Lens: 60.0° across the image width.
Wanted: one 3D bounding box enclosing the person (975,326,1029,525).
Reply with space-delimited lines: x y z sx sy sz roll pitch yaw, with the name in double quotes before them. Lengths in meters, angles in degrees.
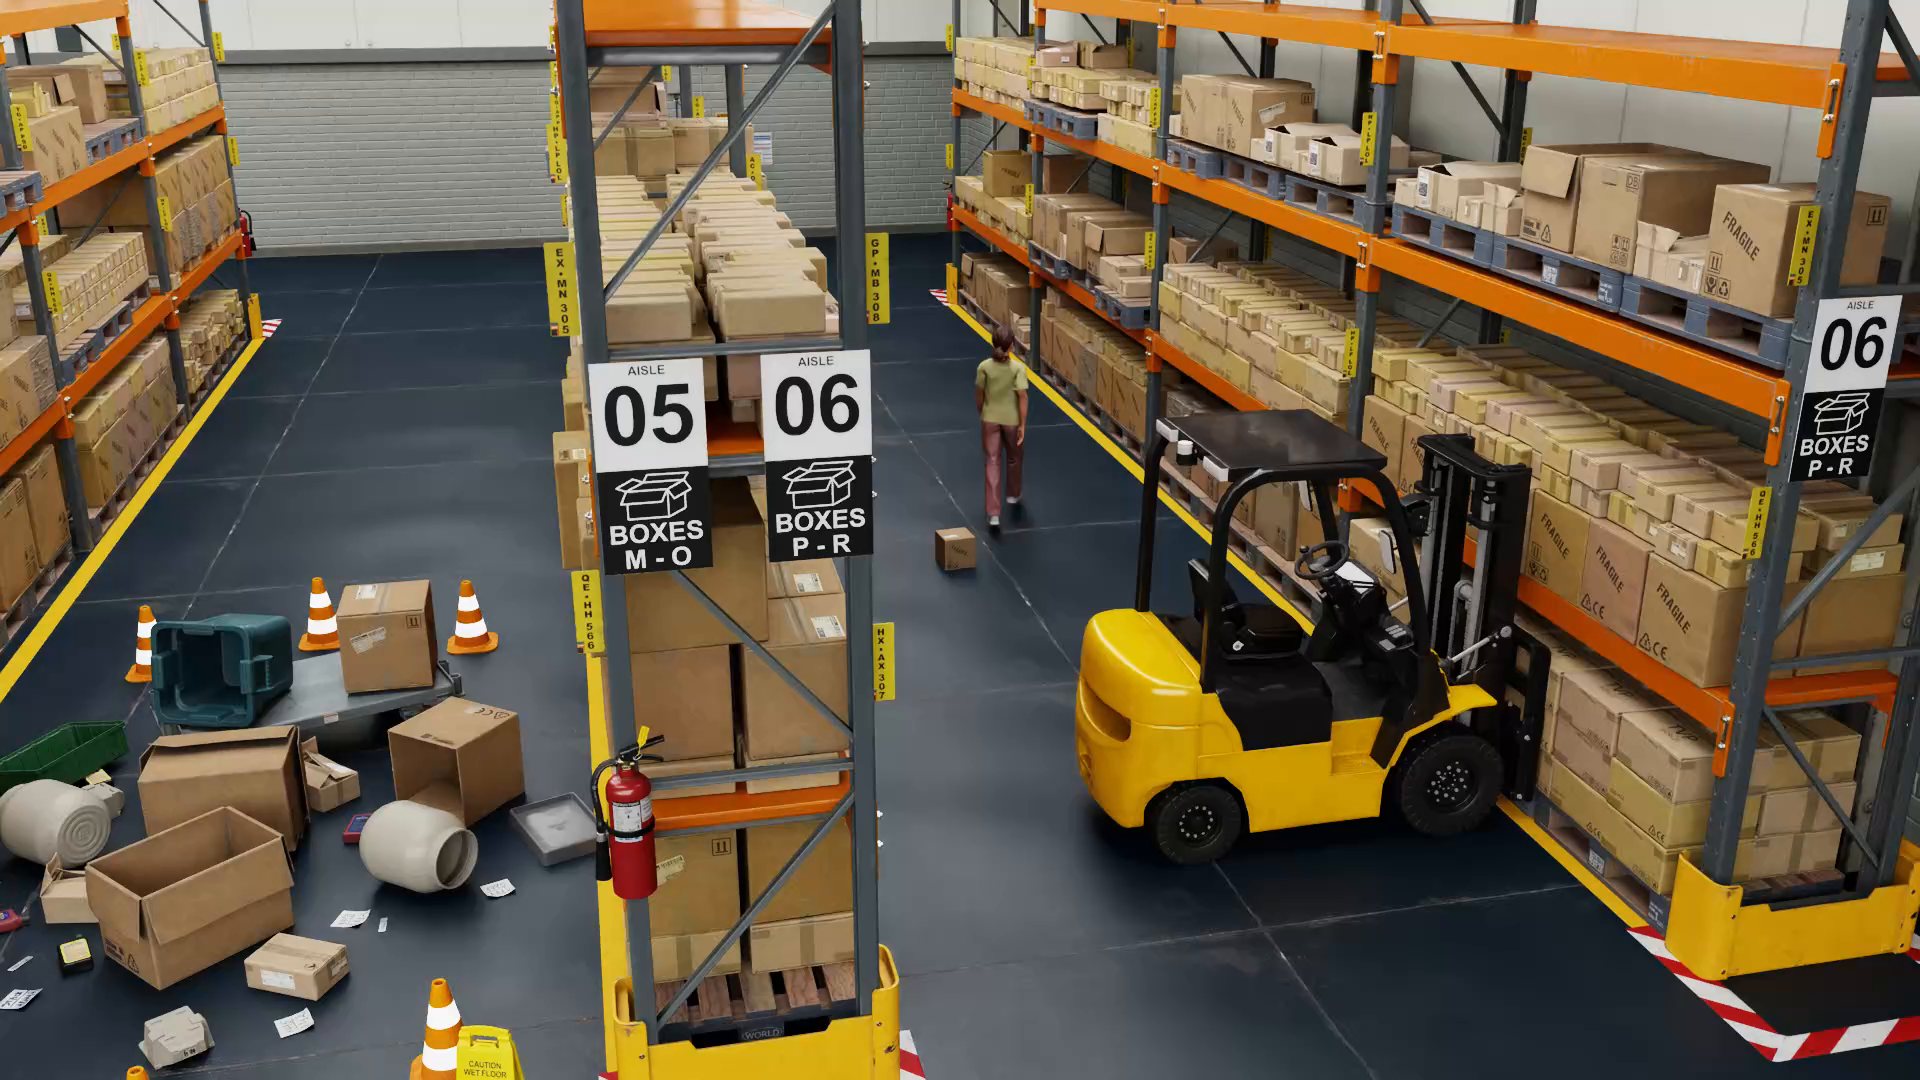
"person" 0.349 -0.998 13.834 0.455 1.611 1.029 2 20 5
